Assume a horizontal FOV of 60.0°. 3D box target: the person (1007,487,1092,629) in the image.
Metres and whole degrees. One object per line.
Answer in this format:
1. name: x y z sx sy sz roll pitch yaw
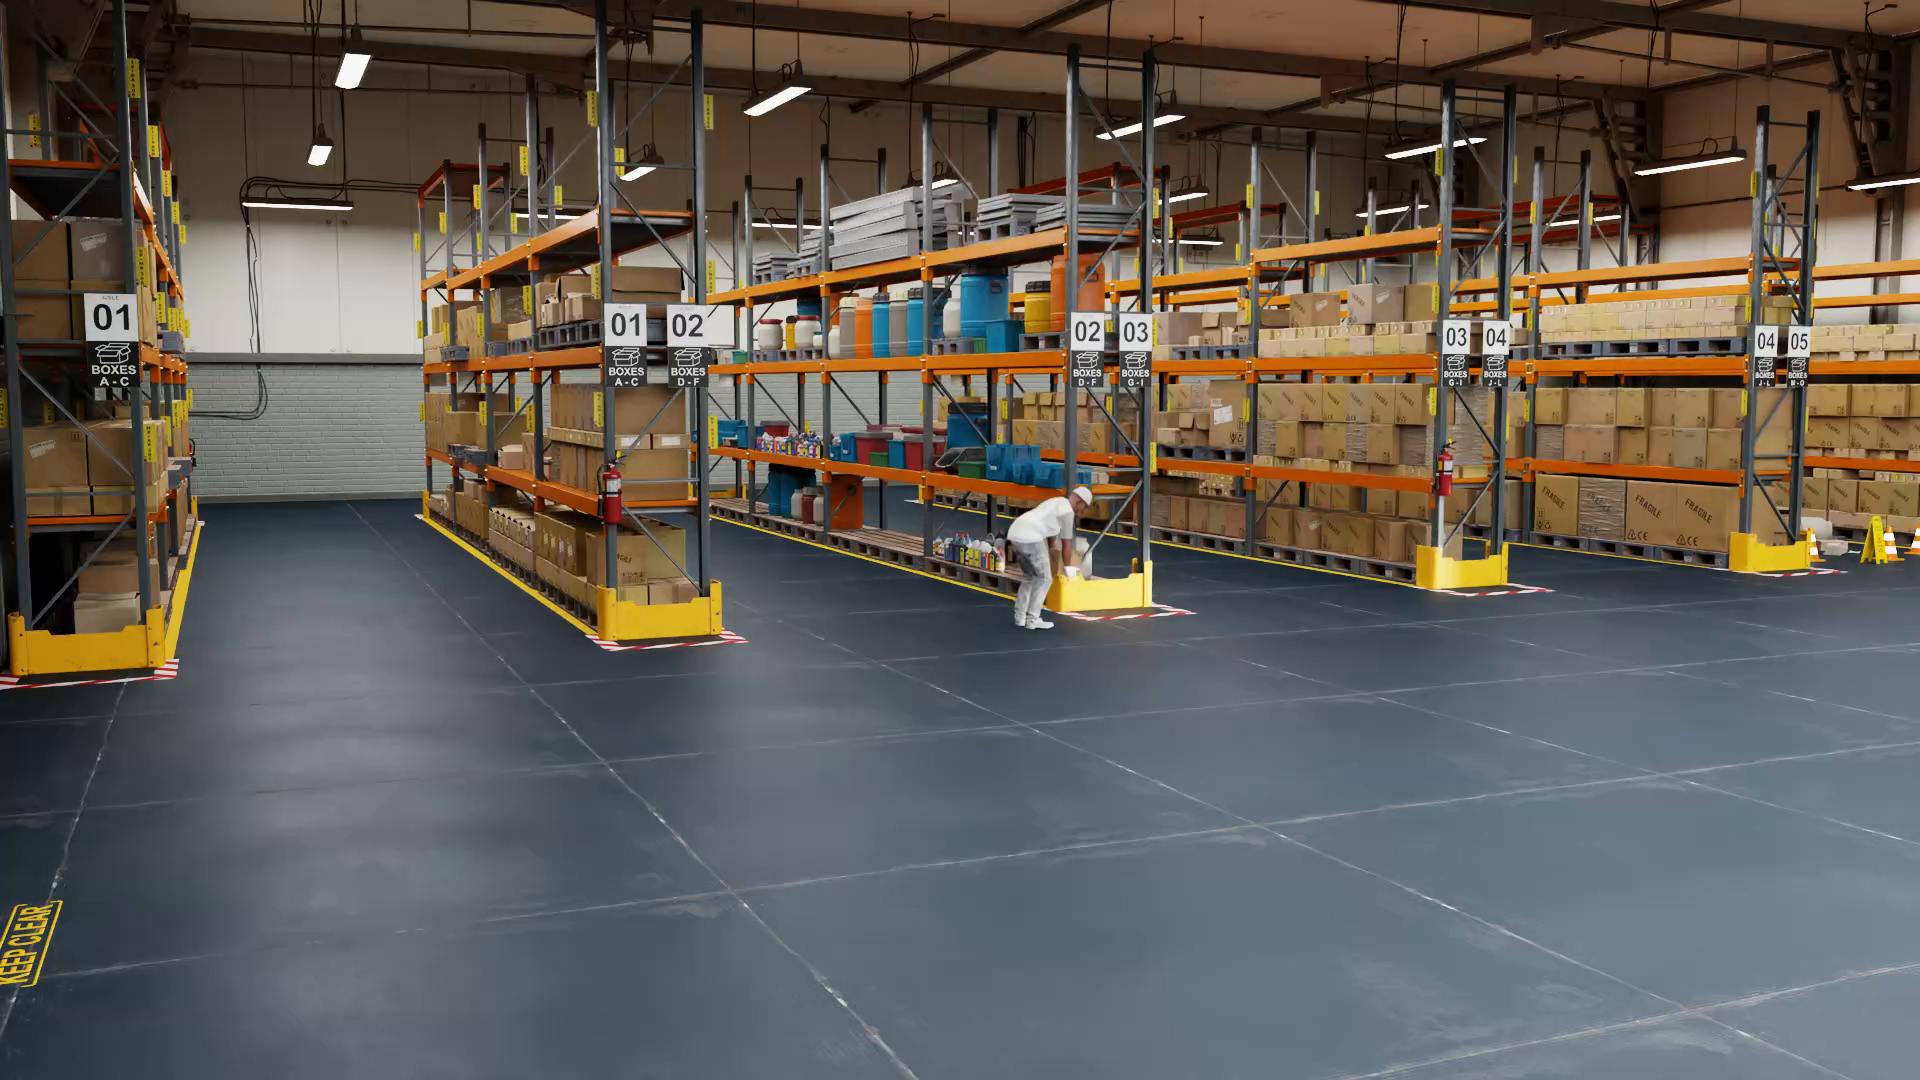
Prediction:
1. person: 0.922 0.169 16.803 0.903 1.404 0.486 -2 6 -23
